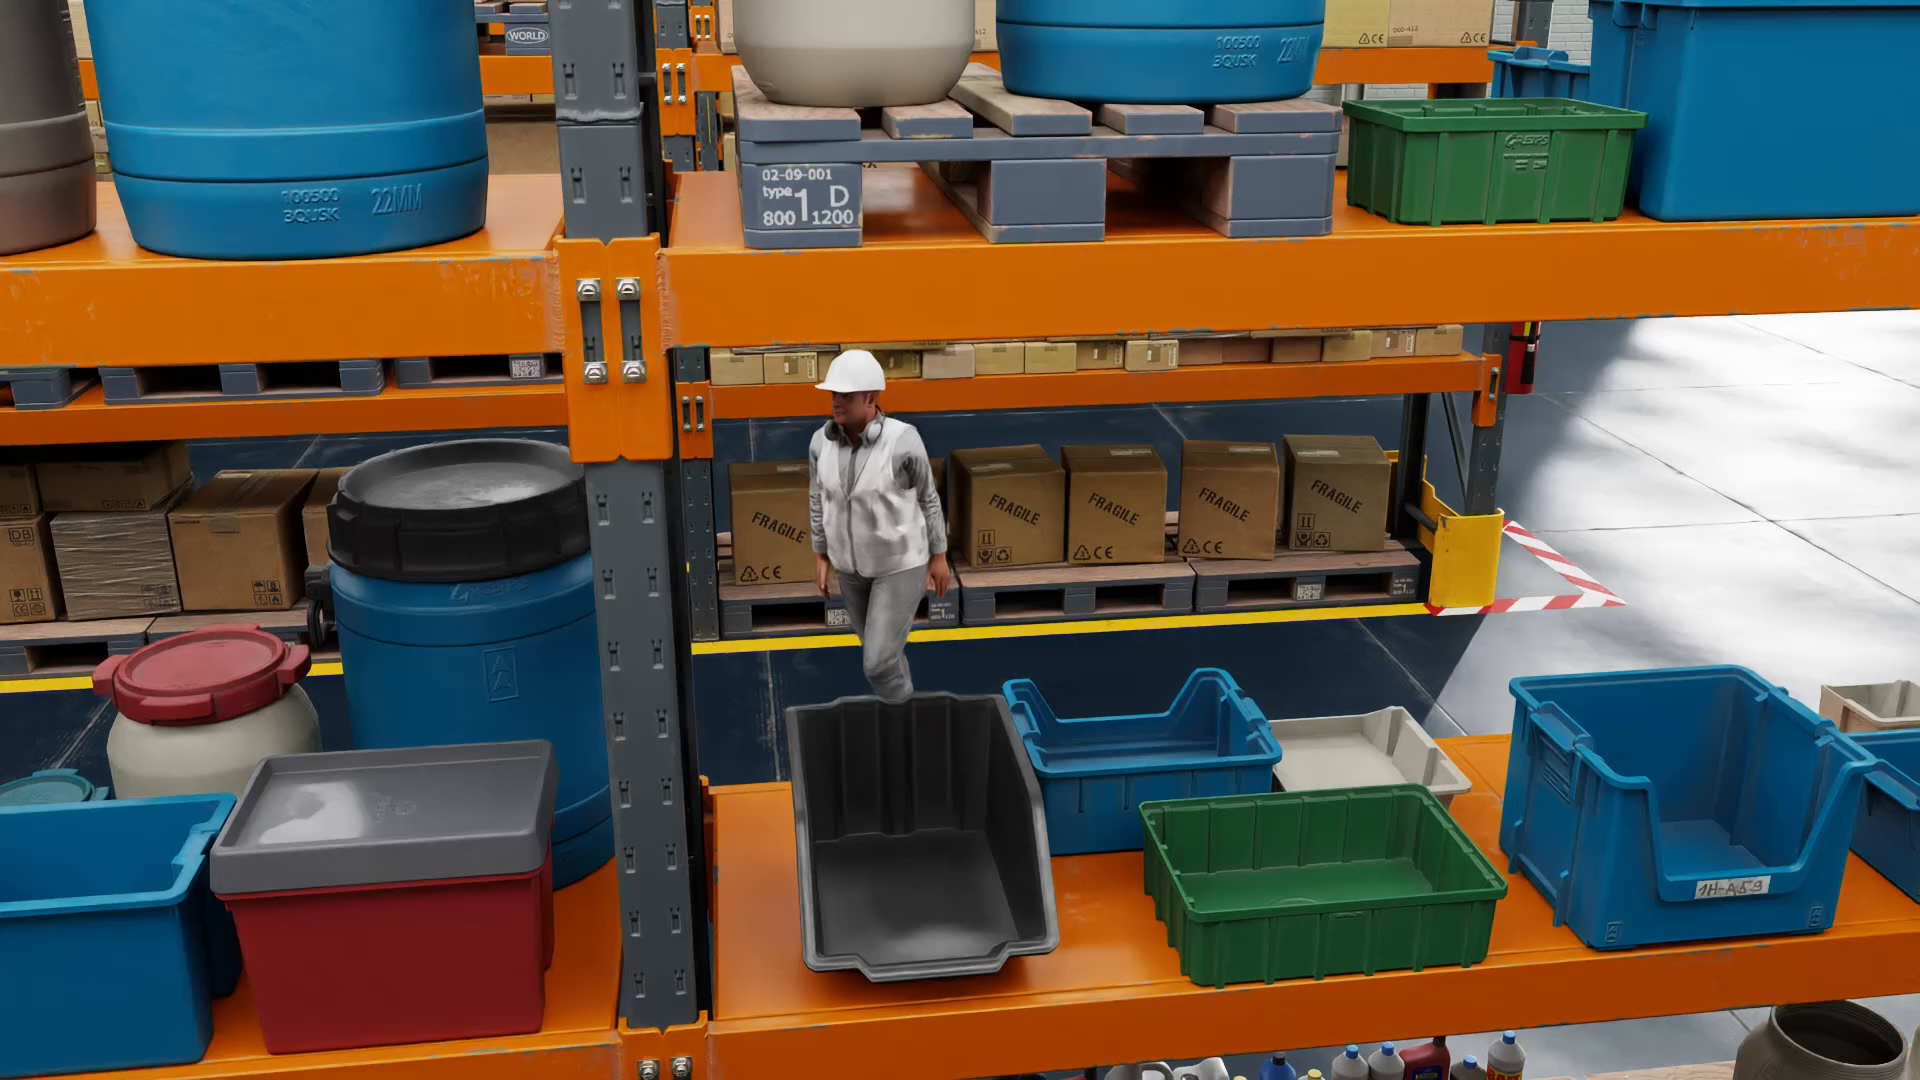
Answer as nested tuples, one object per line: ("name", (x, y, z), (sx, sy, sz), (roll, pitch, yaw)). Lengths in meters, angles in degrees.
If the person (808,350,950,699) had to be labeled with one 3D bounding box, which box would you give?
("person", (-0.340, 0.082, 6.791), (0.563, 1.778, 0.553), (12, 23, 30))
